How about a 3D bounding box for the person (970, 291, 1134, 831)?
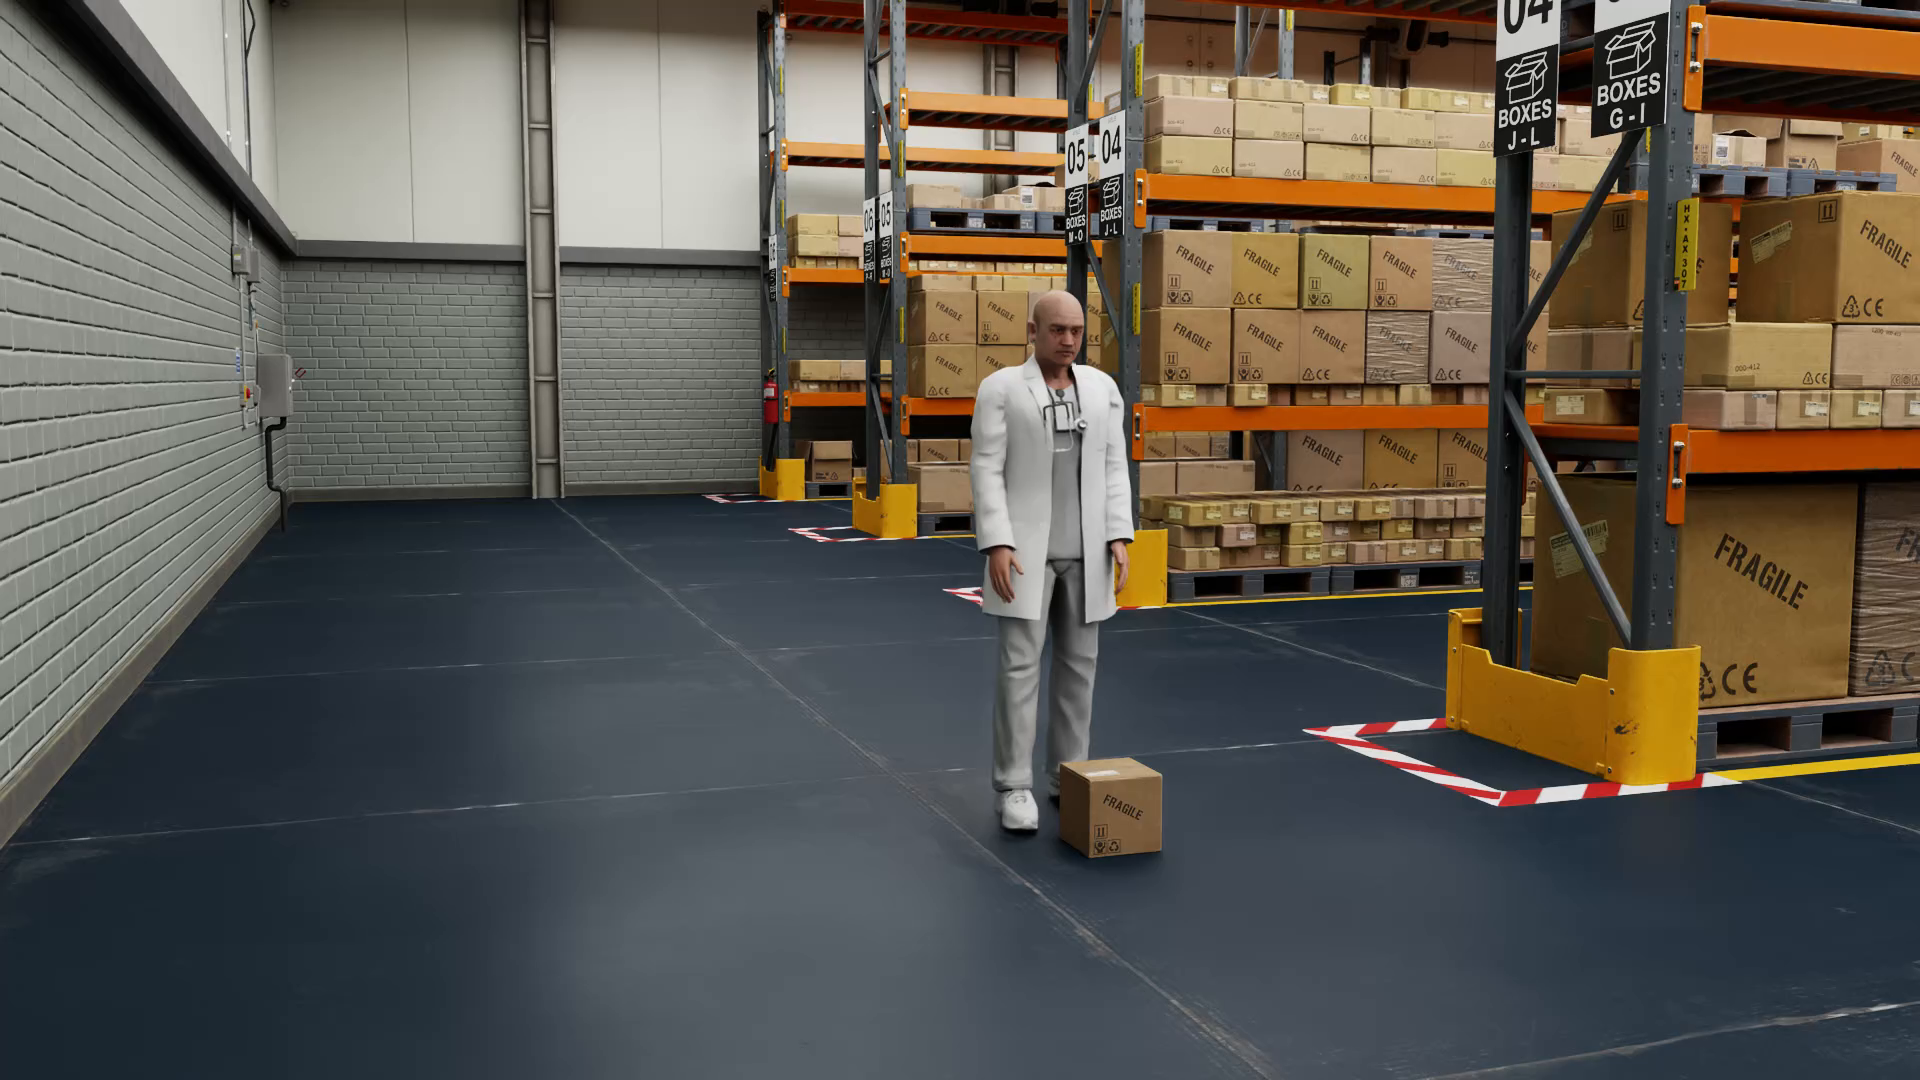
[{"bbox_3d":[0.334,0.051,5.669,0.576,1.787,0.508,-2,6,-18],"label":"person"}]
